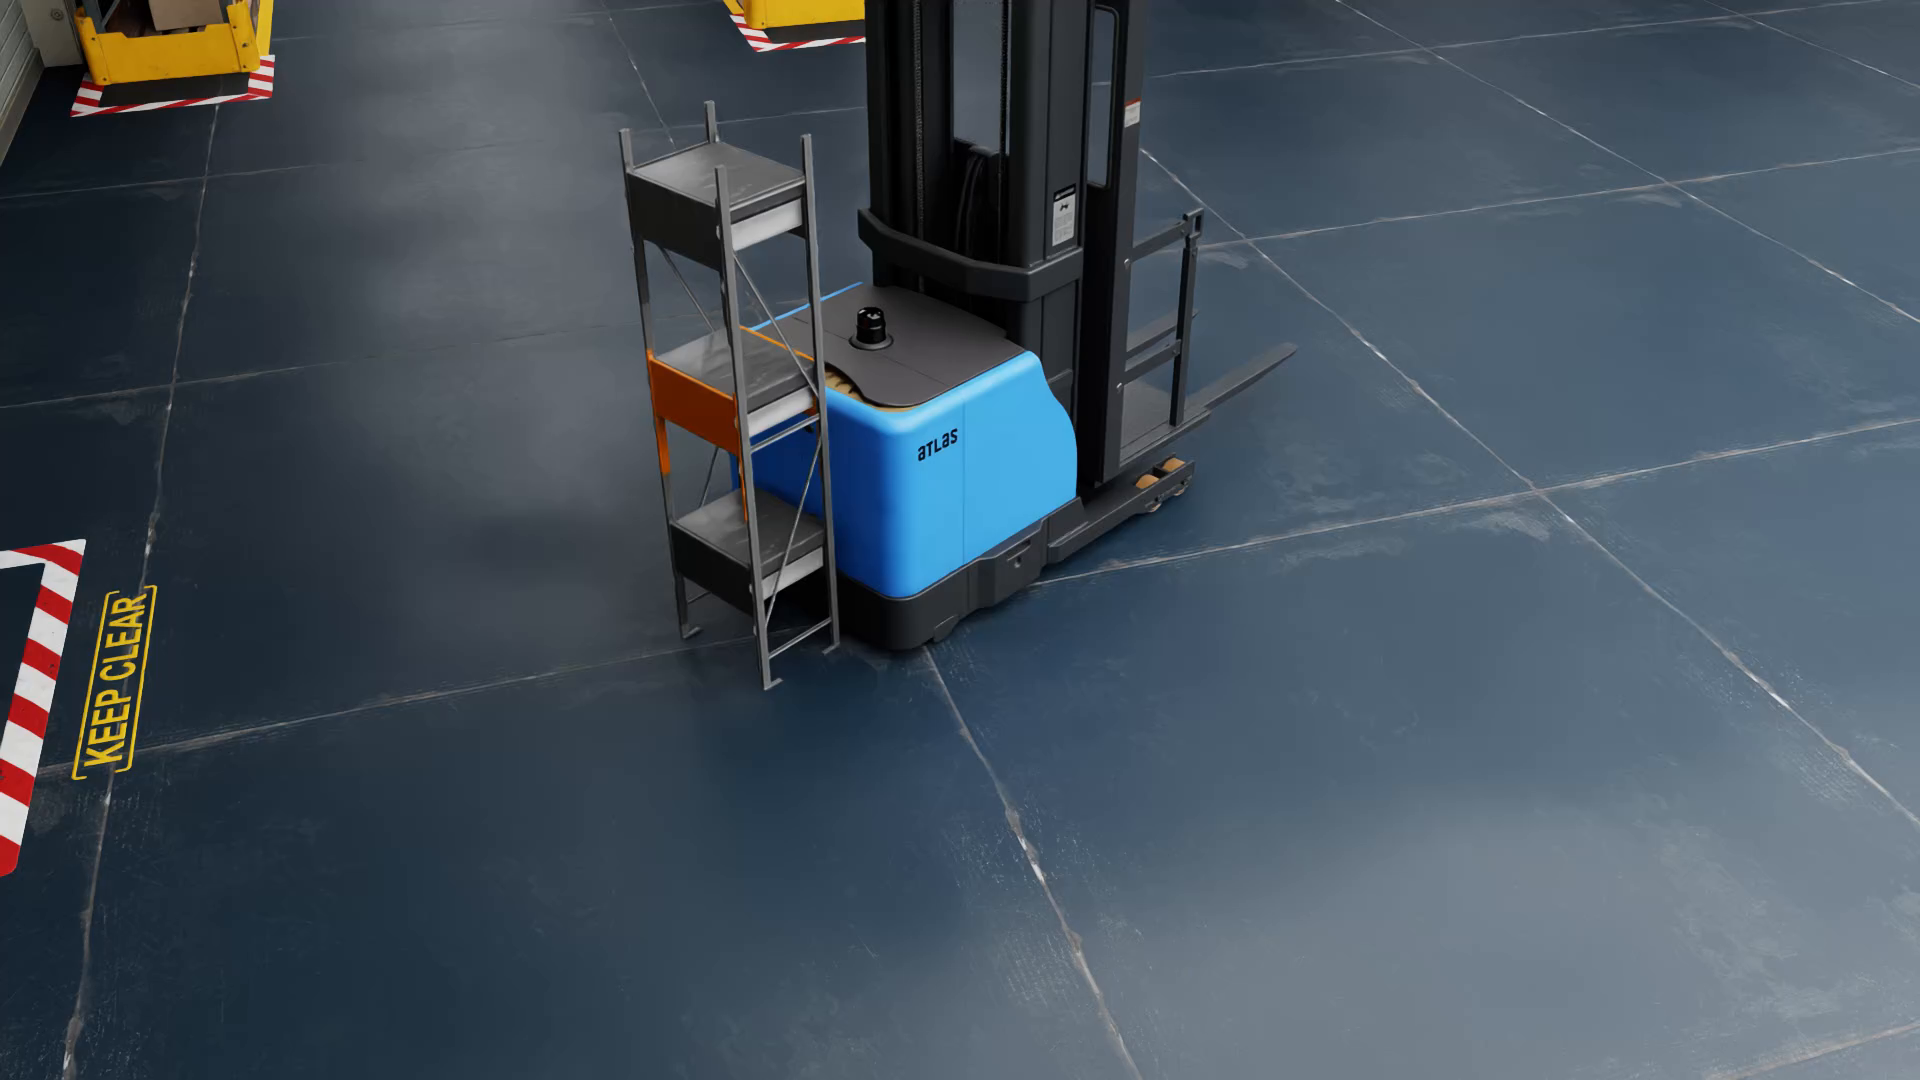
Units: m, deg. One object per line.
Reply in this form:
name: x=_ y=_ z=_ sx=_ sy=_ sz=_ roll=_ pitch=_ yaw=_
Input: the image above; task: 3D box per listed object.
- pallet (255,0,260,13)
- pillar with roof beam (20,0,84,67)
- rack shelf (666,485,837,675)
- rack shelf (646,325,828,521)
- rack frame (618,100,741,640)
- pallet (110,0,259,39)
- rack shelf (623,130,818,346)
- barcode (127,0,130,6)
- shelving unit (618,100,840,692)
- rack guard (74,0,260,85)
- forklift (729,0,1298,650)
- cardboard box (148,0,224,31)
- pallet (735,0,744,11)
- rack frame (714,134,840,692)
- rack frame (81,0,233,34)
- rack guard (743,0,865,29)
pallet: x=-6.524 y=-4.720 z=14.202 sx=1.003 sy=0.211 sz=1.213 roll=-10 pitch=35 yaw=-15
pillar with roof beam: x=-2.855 y=-8.221 z=11.528 sx=9.100 sy=9.000 sz=0.400 roll=-10 pitch=35 yaw=-15
rack shelf: x=-0.798 y=0.127 z=6.445 sx=0.480 sy=0.518 sz=0.431 roll=27 pitch=42 yaw=34
rack shelf: x=-0.802 y=-0.455 z=6.055 sx=0.480 sy=0.518 sz=0.431 roll=27 pitch=42 yaw=34
rack frame: x=-0.982 y=-0.558 z=6.186 sx=0.015 sy=2.100 sz=0.400 roll=27 pitch=42 yaw=34
pallet: x=-6.155 y=-4.081 z=13.234 sx=1.003 sy=0.211 sz=1.213 roll=-10 pitch=35 yaw=-15
rack shelf: x=-0.806 y=-1.037 z=5.666 sx=0.480 sy=0.518 sz=0.431 roll=27 pitch=42 yaw=34
barcode: x=-6.430 y=-4.158 z=12.853 sx=0.001 sy=0.075 sz=0.075 roll=-10 pitch=35 yaw=-15
shelving unit: x=-0.802 y=-0.466 z=6.048 sx=0.503 sy=2.100 sz=0.431 roll=27 pitch=42 yaw=34
rack guard: x=-5.941 y=-3.769 z=12.500 sx=1.175 sy=0.500 sz=0.348 roll=-10 pitch=35 yaw=-15
forklift: x=0.418 y=-1.518 z=6.889 sx=1.130 sy=2.935 sz=3.031 roll=27 pitch=42 yaw=35
cardboard box: x=-6.043 y=-4.212 z=12.943 sx=0.500 sy=0.311 sz=0.500 roll=-14 pitch=36 yaw=-20
pallet: x=-1.475 y=-4.838 z=14.380 sx=1.003 sy=0.211 sz=1.213 roll=-10 pitch=35 yaw=-15
rack frame: x=-0.623 y=-0.375 z=5.910 sx=0.015 sy=2.100 sz=0.400 roll=27 pitch=42 yaw=34
rack frame: x=-5.918 y=-4.772 z=11.751 sx=1.000 sy=3.000 sz=0.127 roll=-10 pitch=35 yaw=-15
rack guard: x=-1.194 y=-4.551 z=13.684 sx=1.175 sy=0.500 sz=0.348 roll=-10 pitch=35 yaw=-15
